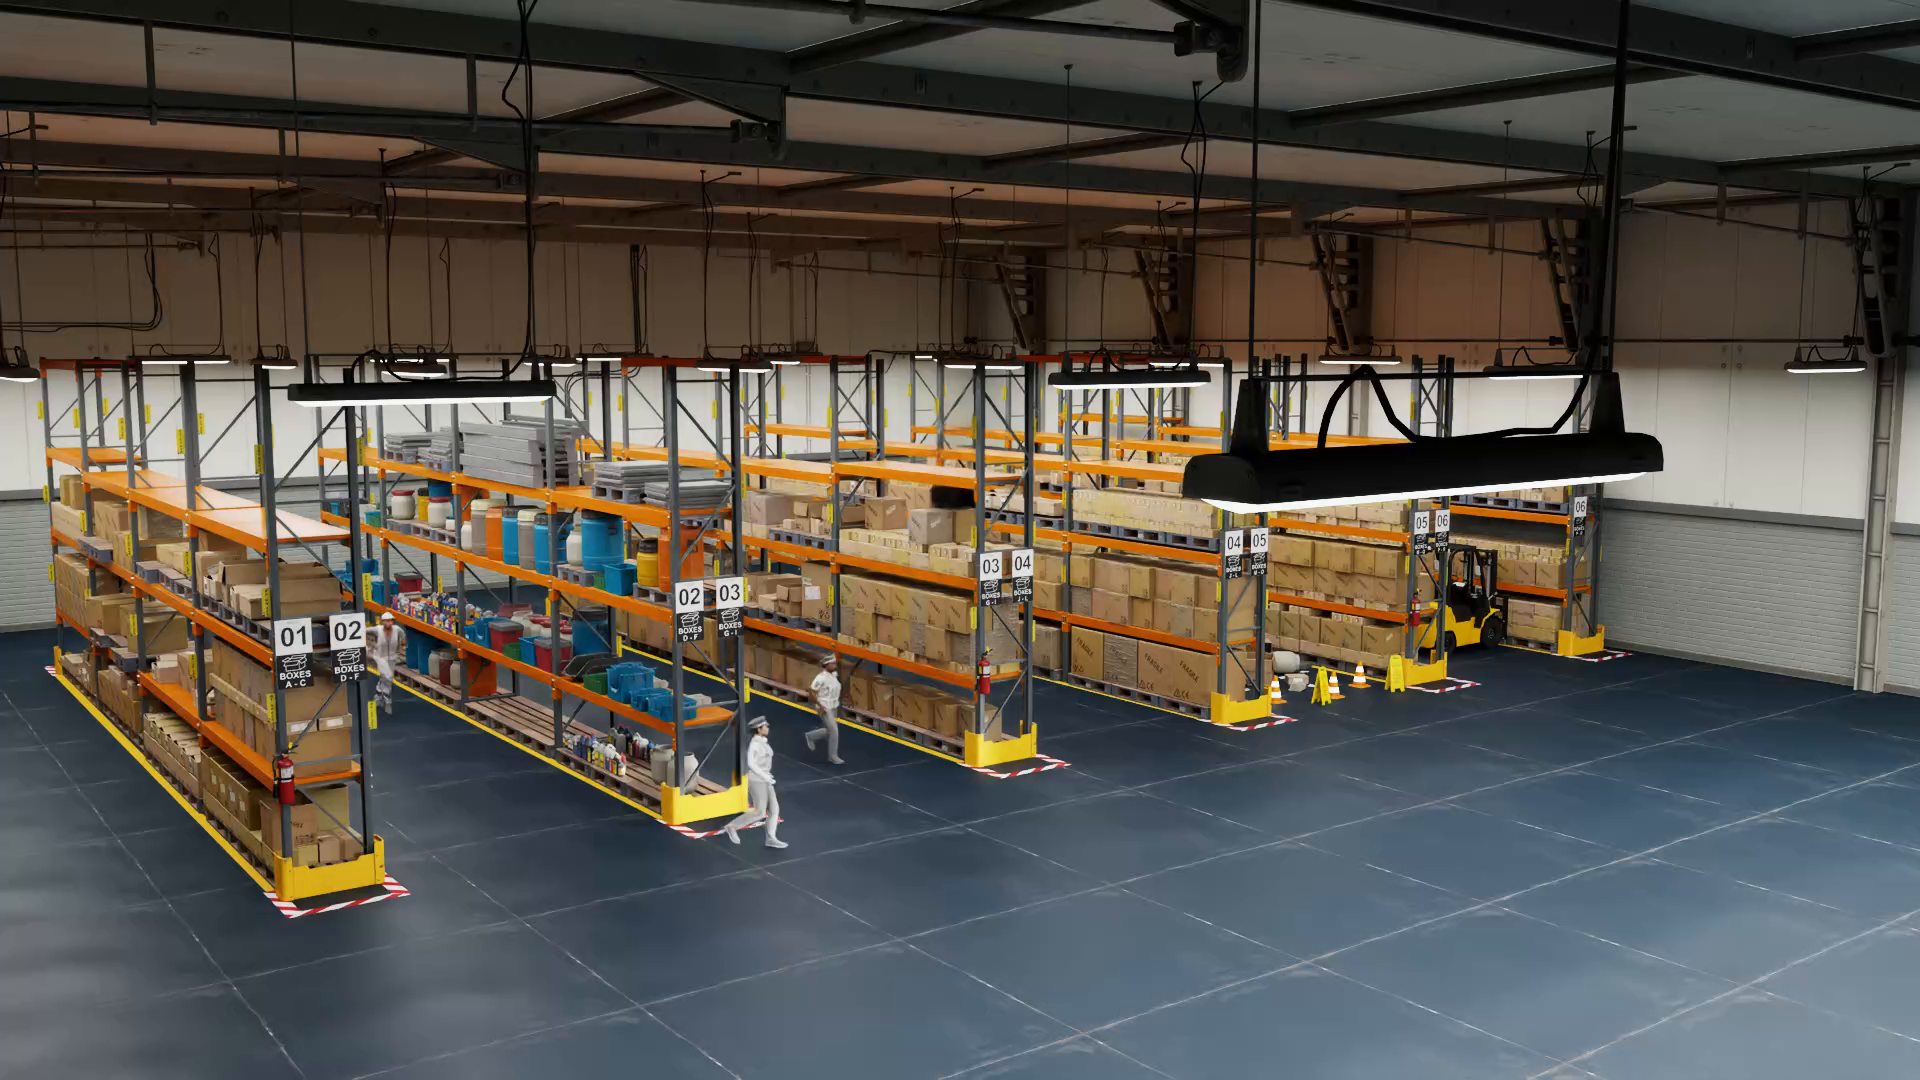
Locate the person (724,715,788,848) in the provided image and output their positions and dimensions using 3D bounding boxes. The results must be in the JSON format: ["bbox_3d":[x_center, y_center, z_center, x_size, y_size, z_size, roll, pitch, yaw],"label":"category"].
[{"bbox_3d":[-2.548,3.016,20.810,0.783,1.669,0.665,0,7,-1],"label":"person"}]

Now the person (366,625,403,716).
[{"bbox_3d":[-9.819,2.177,28.291,0.509,1.559,0.956,-7,10,-44],"label":"person"}]

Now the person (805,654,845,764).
[{"bbox_3d":[-2.058,2.521,25.031,0.745,1.668,0.382,4,8,30],"label":"person"}]
